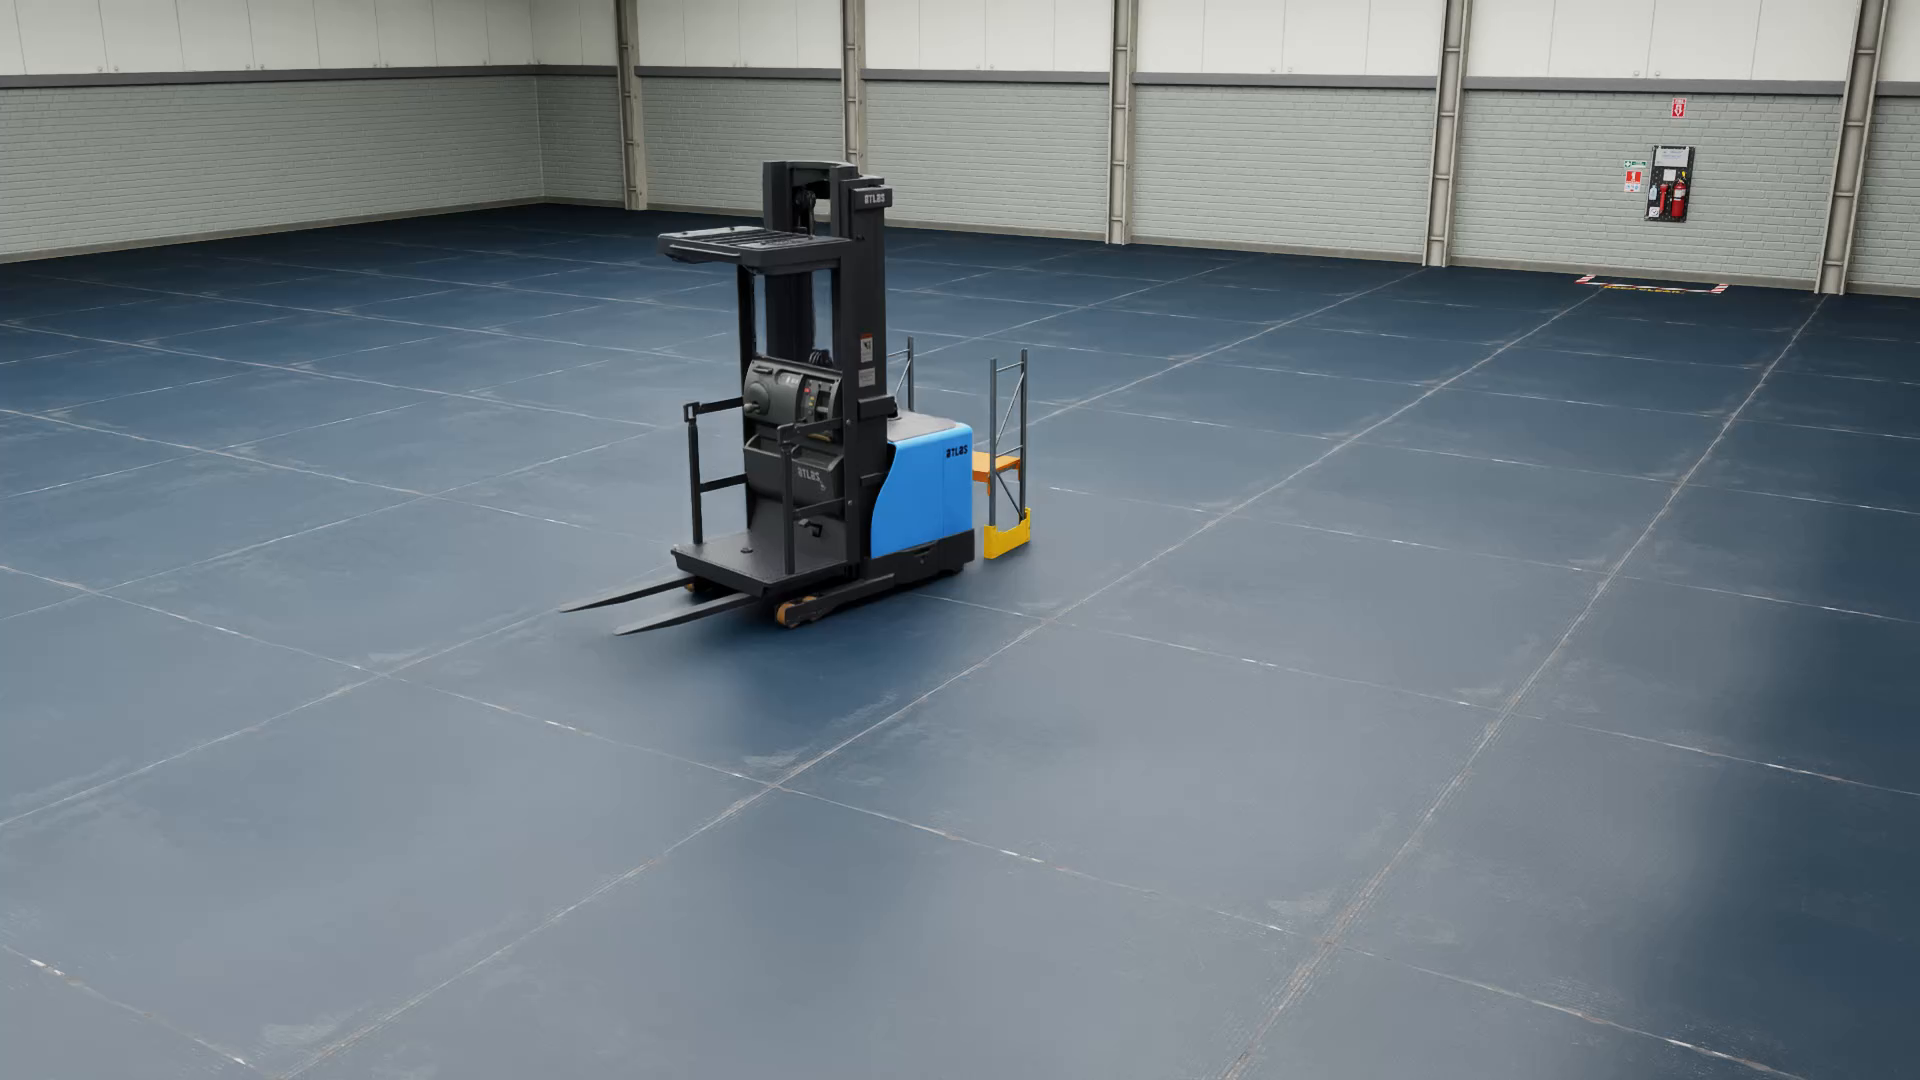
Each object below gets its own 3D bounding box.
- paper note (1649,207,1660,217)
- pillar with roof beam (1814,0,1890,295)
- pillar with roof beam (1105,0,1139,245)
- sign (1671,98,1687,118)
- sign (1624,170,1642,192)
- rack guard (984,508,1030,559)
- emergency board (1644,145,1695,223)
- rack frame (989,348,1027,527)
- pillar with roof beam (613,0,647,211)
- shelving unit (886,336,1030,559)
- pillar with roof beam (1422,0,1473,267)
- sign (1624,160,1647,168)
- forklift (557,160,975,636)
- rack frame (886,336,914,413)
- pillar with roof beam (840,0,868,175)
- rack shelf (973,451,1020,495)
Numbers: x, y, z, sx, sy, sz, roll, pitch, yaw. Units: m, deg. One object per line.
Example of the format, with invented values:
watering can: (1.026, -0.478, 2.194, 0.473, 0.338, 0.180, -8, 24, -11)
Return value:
paper note: (11.003, -5.200, 26.355, 0.142, 0.148, 0.016, 10, 20, 30)
pillar with roof beam: (10.951, -6.996, 20.431, 0.400, 9.000, 9.100, 10, 20, 30)
pillar with roof beam: (0.726, -8.822, 26.440, 0.400, 9.000, 9.100, 10, 20, 30)
sign: (11.163, -6.713, 25.830, 0.199, 0.298, 0.001, 10, 20, 30)
sign: (10.701, -5.704, 26.438, 0.234, 0.329, 0.001, 10, 20, 30)
rack guard: (0.359, -0.055, 12.634, 0.087, 0.250, 0.587, 10, 20, 30)
emergency board: (11.118, -5.577, 26.082, 0.643, 1.169, 0.194, 10, 20, 30)
rack frame: (0.360, -0.653, 12.451, 0.032, 1.500, 0.500, 10, 20, 30)
pillar with roof beam: (-9.500, -10.647, 32.449, 0.400, 9.000, 9.100, 10, 20, 30)
shelving unit: (-0.065, -0.729, 12.701, 1.083, 1.500, 0.587, 10, 20, 30)
pillar with roof beam: (5.838, -7.909, 23.436, 0.400, 9.000, 9.100, 10, 20, 30)
sign: (10.700, -5.955, 26.351, 0.331, 0.109, 0.001, 10, 20, 30)
forklift: (-1.284, -0.990, 11.096, 1.130, 2.935, 3.031, 16, 23, 42)
rack frame: (-0.506, -0.808, 12.961, 0.032, 1.500, 0.500, 10, 20, 30)
pillar with roof beam: (-4.387, -9.734, 29.445, 0.400, 9.000, 9.100, 10, 20, 30)
rack shelf: (-0.073, -0.558, 12.758, 1.000, 0.185, 0.538, 10, 20, 30)
